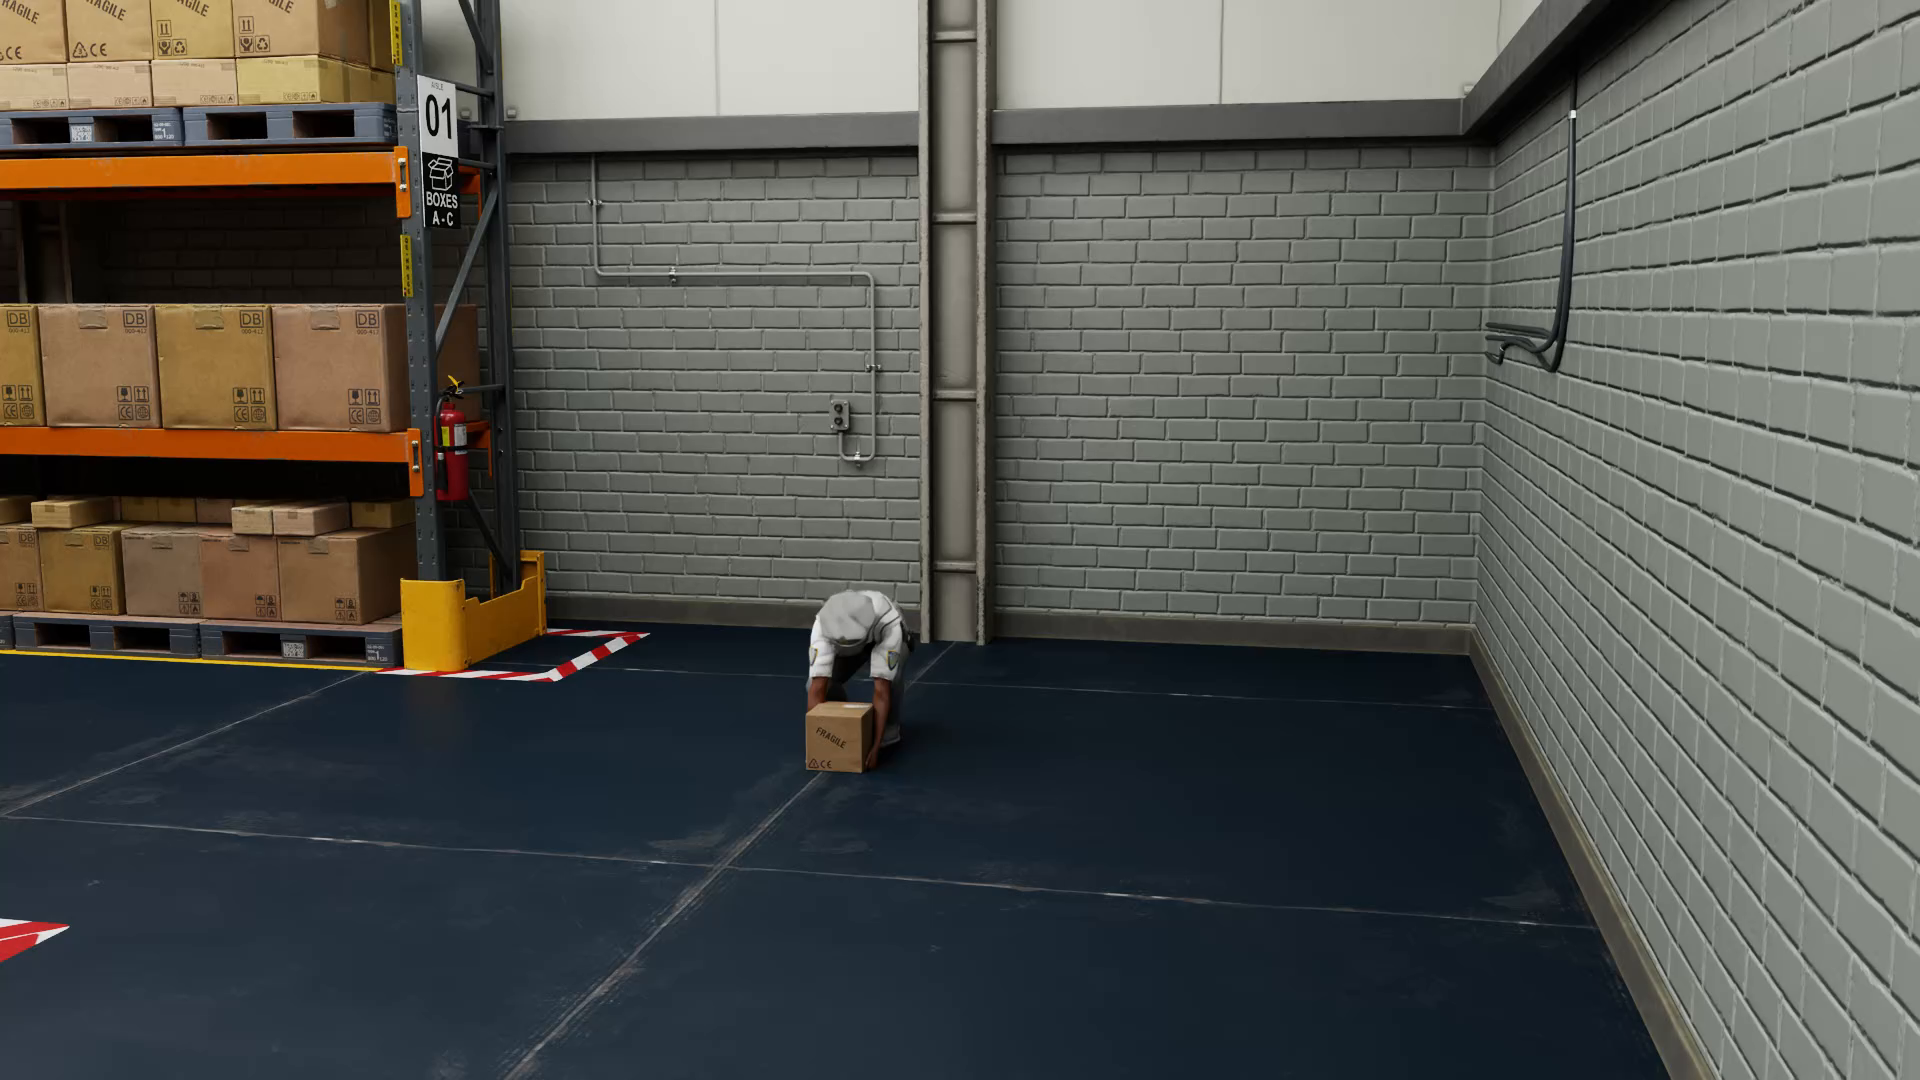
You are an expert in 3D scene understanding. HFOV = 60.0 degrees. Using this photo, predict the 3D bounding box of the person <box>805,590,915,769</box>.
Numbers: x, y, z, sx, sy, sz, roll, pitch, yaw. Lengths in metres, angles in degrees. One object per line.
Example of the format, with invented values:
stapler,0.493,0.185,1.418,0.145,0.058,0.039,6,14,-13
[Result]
person,-0.465,0.583,7.541,0.457,0.808,0.909,1,8,10
